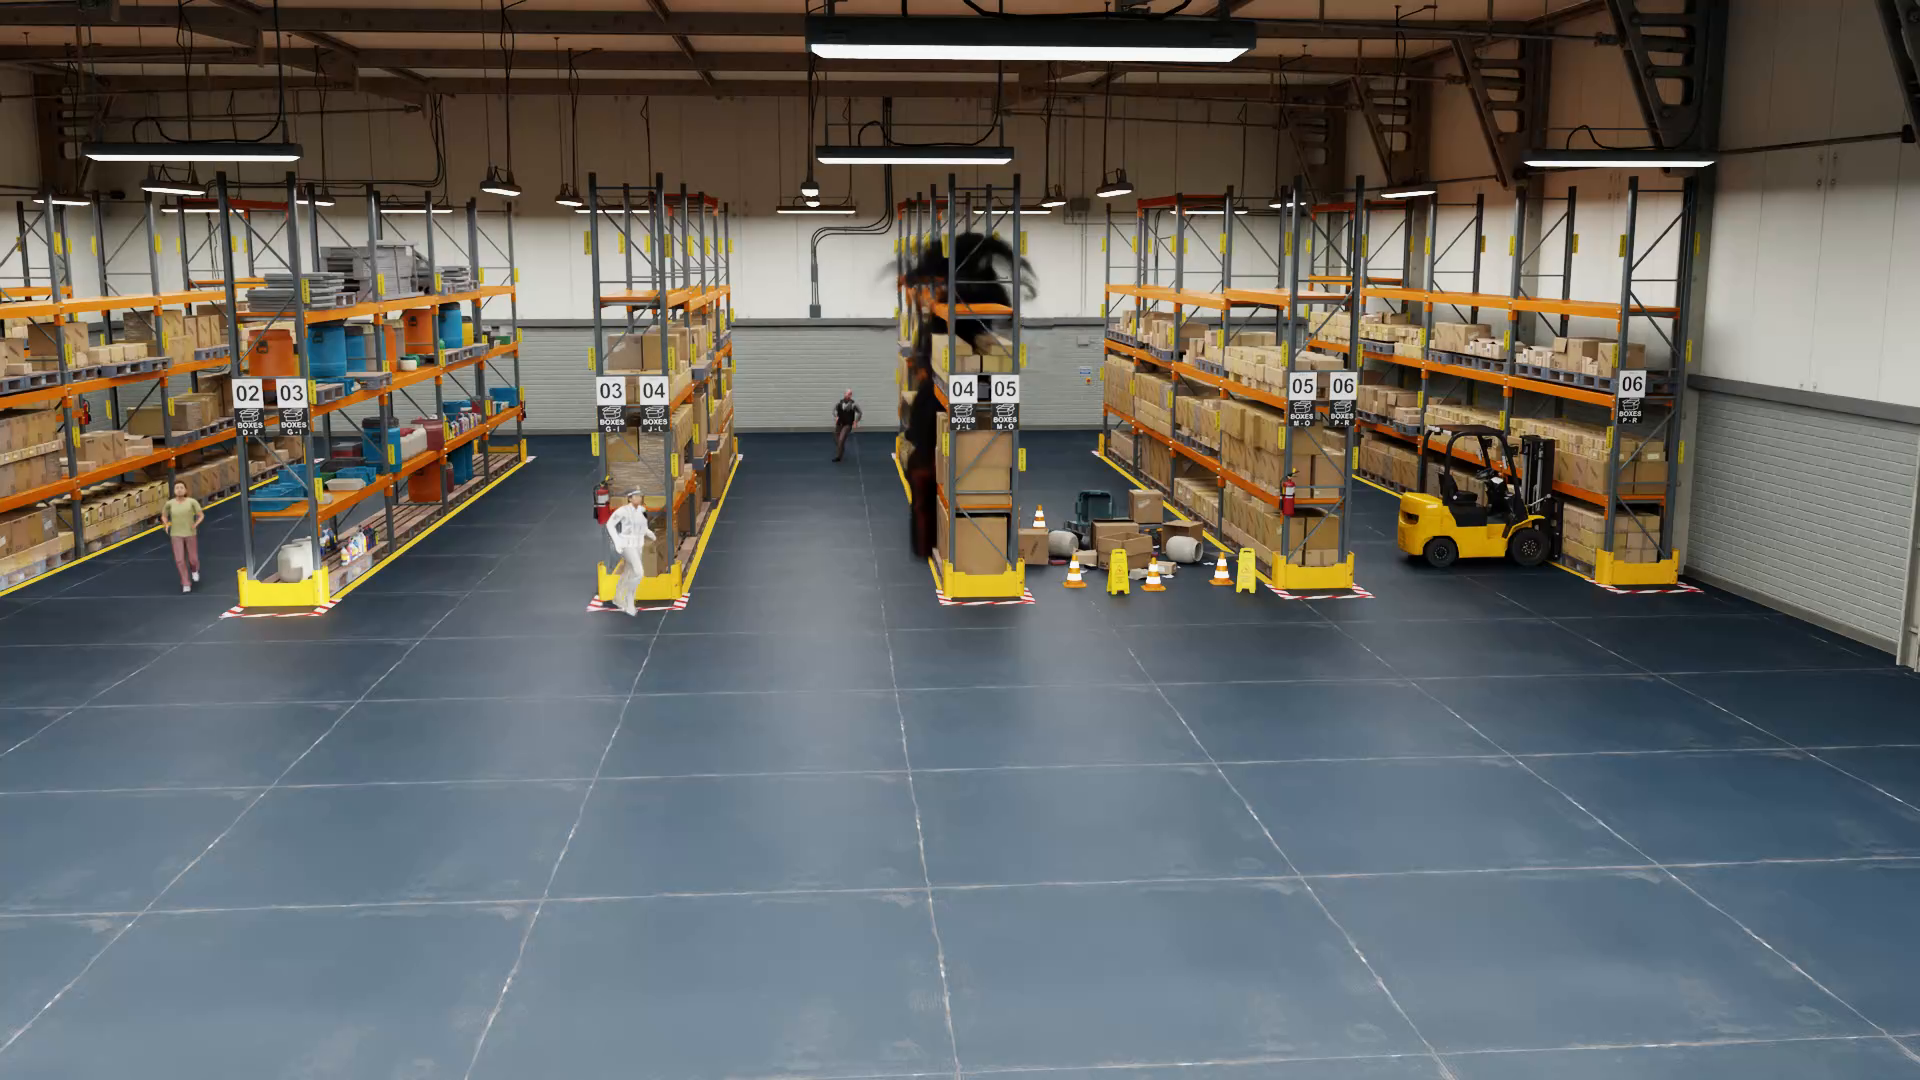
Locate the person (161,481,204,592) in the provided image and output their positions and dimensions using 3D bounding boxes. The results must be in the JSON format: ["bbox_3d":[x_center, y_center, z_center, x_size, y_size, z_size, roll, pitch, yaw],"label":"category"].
[{"bbox_3d":[-11.404,-0.071,24.420,0.581,1.621,0.646,-3,11,-19],"label":"person"}]

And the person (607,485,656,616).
[{"bbox_3d":[-4.313,0.125,21.882,0.748,1.725,0.538,6,12,31],"label":"person"}]

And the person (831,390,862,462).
[{"bbox_3d":[-2.676,-2.694,39.087,0.722,1.686,0.855,3,11,17],"label":"person"}]
